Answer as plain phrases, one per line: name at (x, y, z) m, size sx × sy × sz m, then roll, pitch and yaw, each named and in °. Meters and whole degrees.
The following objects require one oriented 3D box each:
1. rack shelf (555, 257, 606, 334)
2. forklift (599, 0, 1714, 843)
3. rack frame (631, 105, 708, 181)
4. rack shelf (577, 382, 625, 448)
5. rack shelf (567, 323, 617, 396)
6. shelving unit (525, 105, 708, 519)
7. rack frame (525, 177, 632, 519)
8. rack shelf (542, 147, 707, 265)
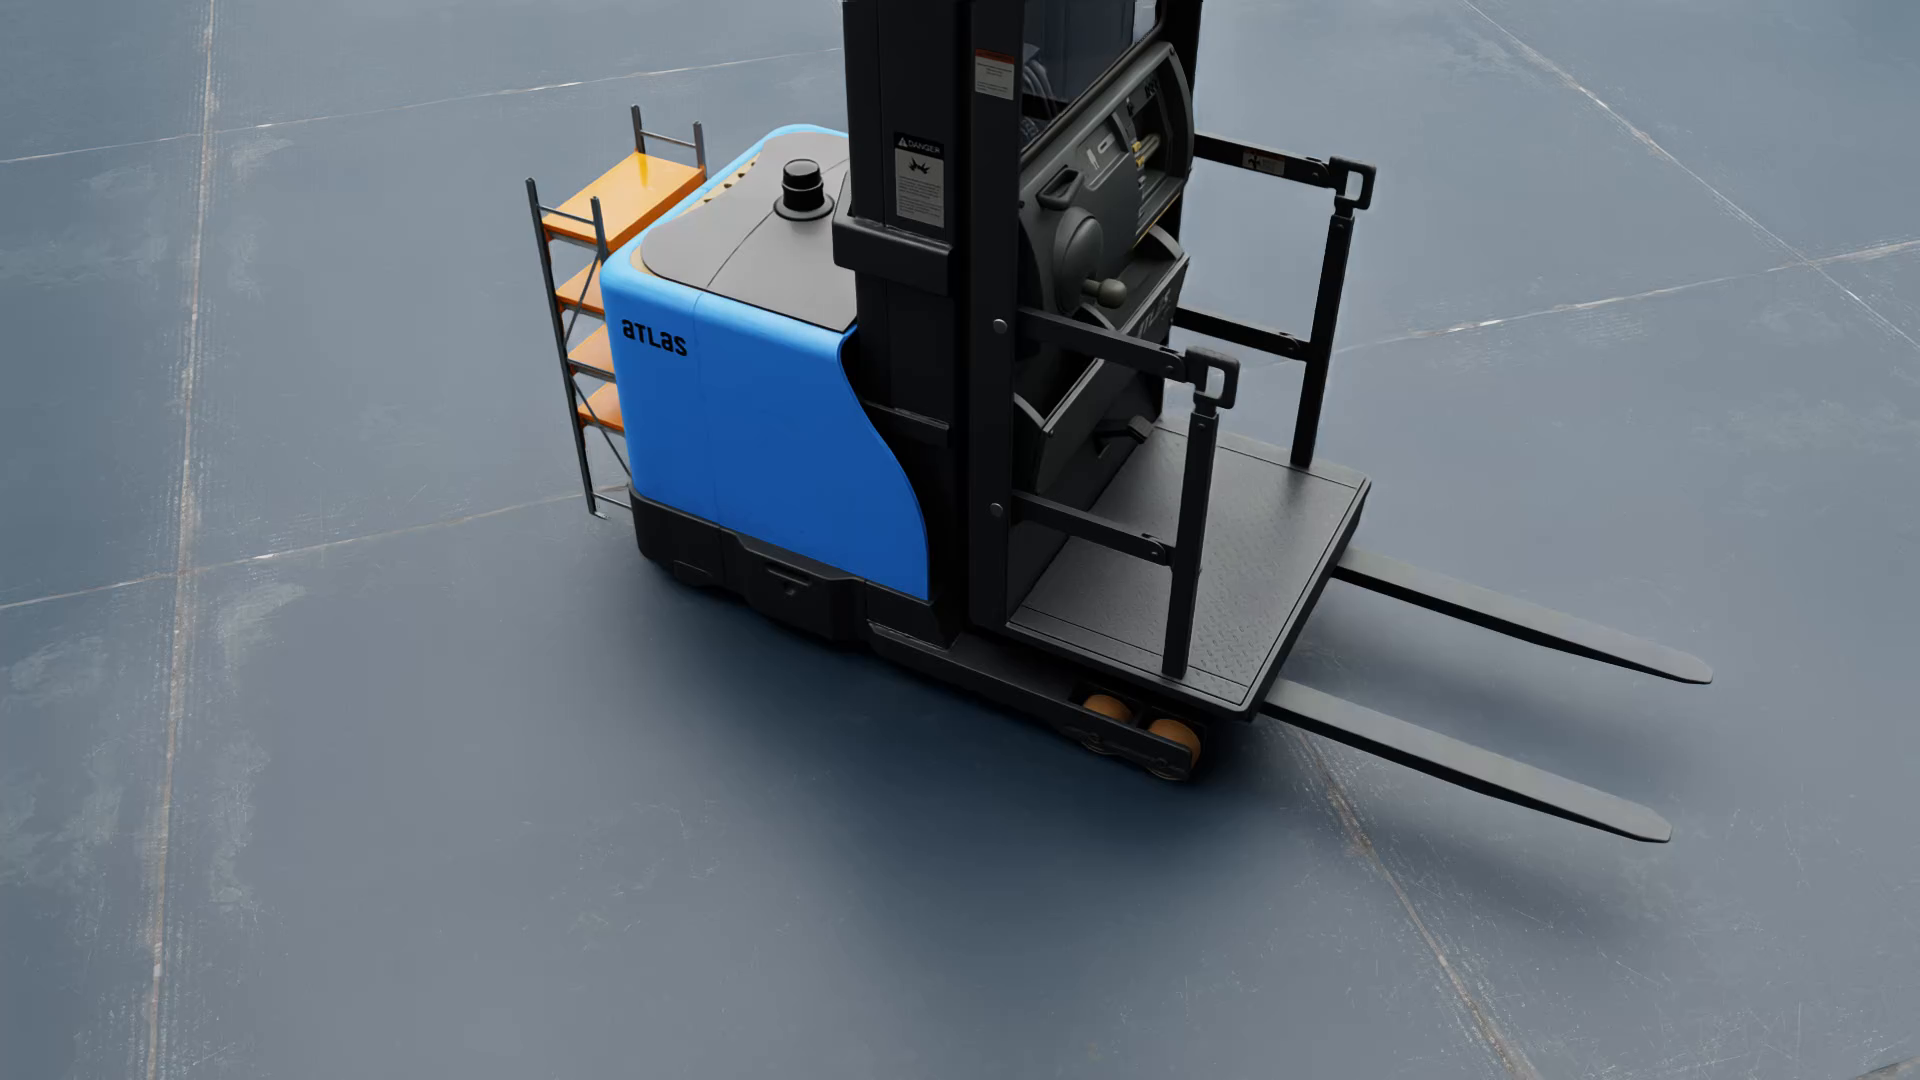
rack shelf at (-0.970, -0.765, 4.975) m, size 0.258 × 0.148 × 0.480 m, roll 19°, pitch 45°, yaw 20°
forklift at (0.552, -0.857, 4.003) m, size 3.031 × 2.935 × 1.130 m, roll 19°, pitch 45°, yaw 21°
rack frame at (-0.858, -0.789, 5.241) m, size 0.240 × 1.200 × 0.015 m, roll 19°, pitch 45°, yaw 20°
rack shelf at (-0.970, -0.447, 5.253) m, size 0.258 × 0.148 × 0.480 m, roll 19°, pitch 45°, yaw 20°
rack shelf at (-0.970, -0.596, 5.123) m, size 0.258 × 0.148 × 0.480 m, roll 19°, pitch 45°, yaw 20°
shelving unit at (-0.970, -0.647, 5.078) m, size 0.258 × 1.200 × 0.503 m, roll 19°, pitch 45°, yaw 20°
rack frame at (-1.083, -0.504, 4.915) m, size 0.240 × 1.200 × 0.015 m, roll 19°, pitch 45°, yaw 20°
rack shelf at (-0.970, -0.943, 4.820) m, size 0.258 × 0.148 × 0.480 m, roll 19°, pitch 45°, yaw 20°
